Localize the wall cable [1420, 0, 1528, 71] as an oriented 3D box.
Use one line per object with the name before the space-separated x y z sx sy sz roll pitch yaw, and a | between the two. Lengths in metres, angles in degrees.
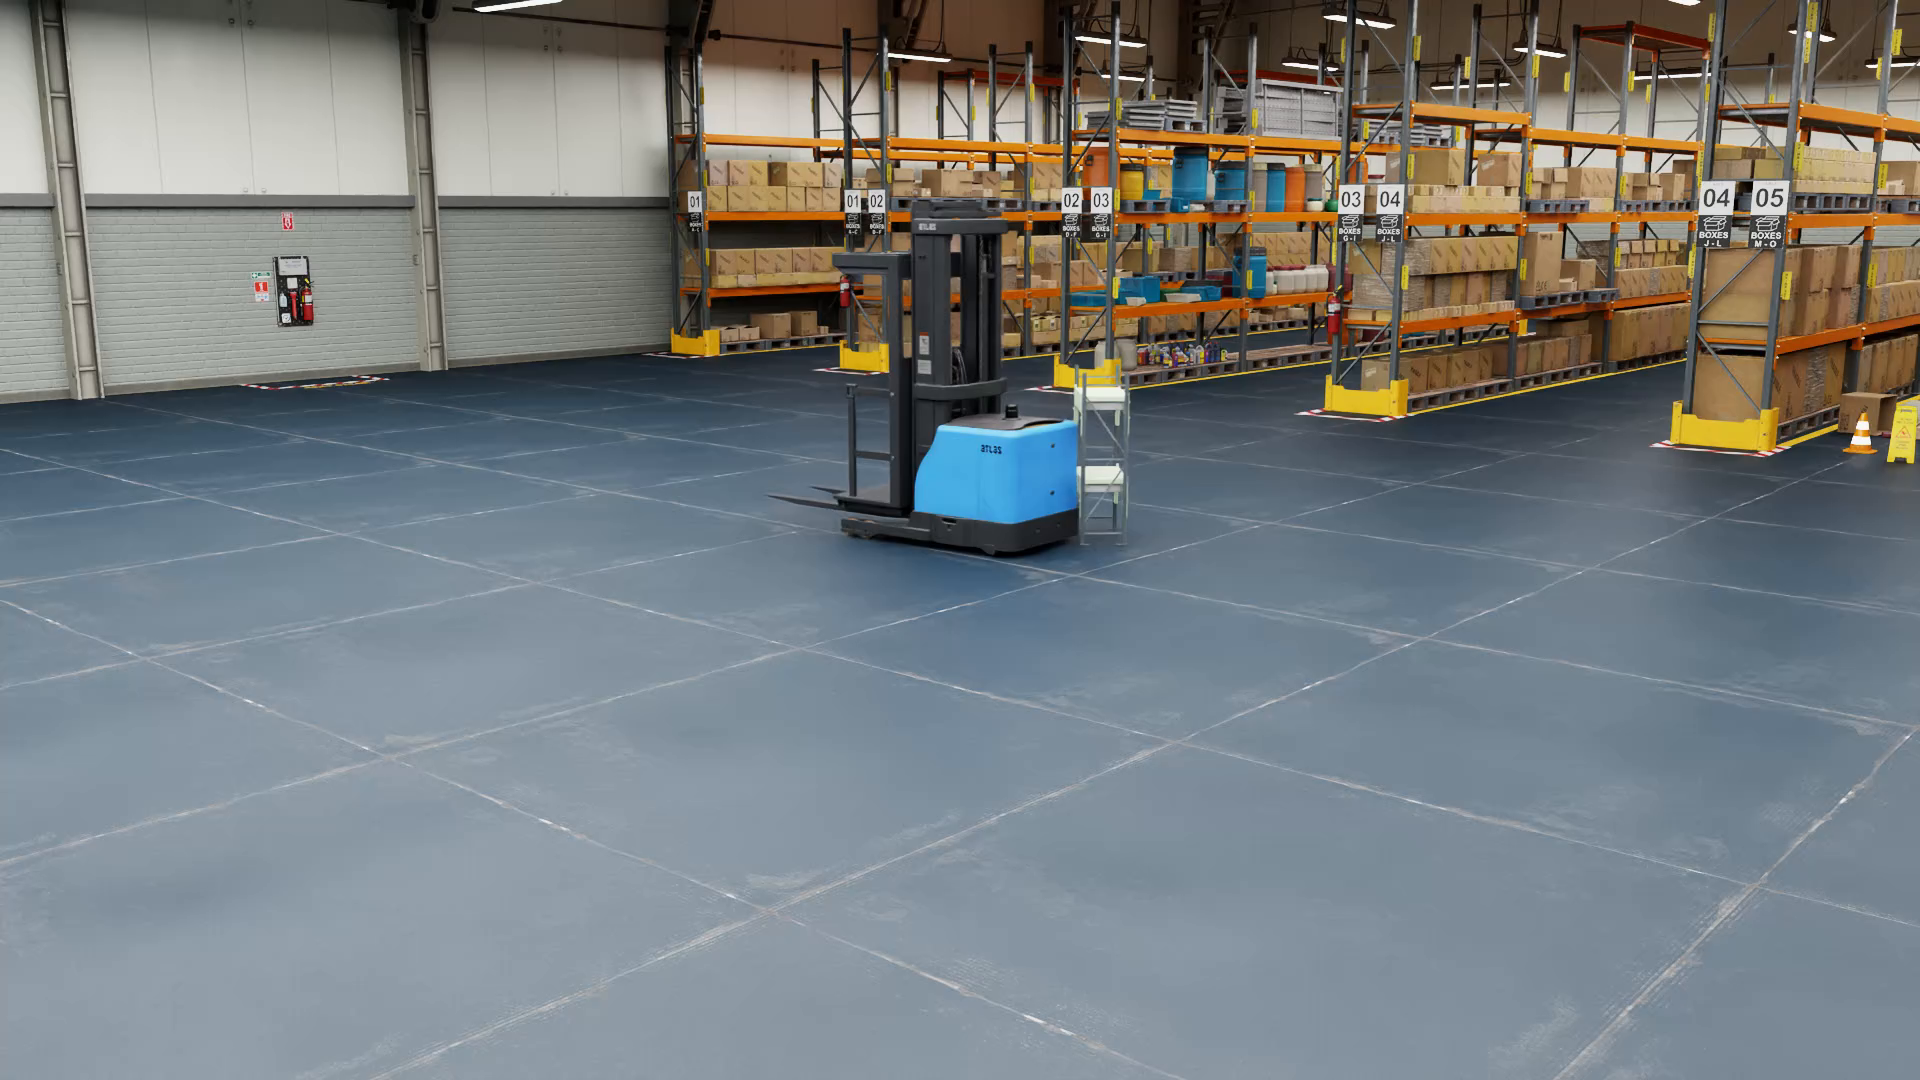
wall cable | 13.536 -13.736 43.931 3.097 2.526 0.112 10 15 40

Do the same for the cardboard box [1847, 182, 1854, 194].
cardboard box | 11.407 -4.589 21.687 0.380 0.149 0.250 10 15 41

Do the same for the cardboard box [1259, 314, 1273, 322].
cardboard box | 7.263 -5.334 39.871 0.380 0.166 0.250 10 15 40

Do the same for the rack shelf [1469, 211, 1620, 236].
rack shelf | 9.739 -5.300 27.765 1.077 0.370 4.000 10 15 40

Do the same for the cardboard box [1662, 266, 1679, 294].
cardboard box | 13.264 -4.937 31.517 0.500 0.500 0.500 10 15 42

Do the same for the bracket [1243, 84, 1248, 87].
bracket | 8.415 -13.154 48.404 0.235 0.232 0.430 10 15 40

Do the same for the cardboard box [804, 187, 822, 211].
cardboard box | -3.235 -7.159 34.933 0.500 0.500 0.500 8 14 36

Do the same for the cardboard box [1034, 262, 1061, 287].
cardboard box | 1.846 -5.406 33.864 0.500 0.500 0.500 -11 16 -43

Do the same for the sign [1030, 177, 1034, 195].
sign | 1.397 -6.860 32.220 0.100 0.325 0.005 10 15 40

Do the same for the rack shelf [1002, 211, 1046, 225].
rack shelf | 1.217 -7.809 40.331 1.077 0.370 4.000 10 15 40

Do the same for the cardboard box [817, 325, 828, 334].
cardboard box | -3.075 -4.552 35.955 0.380 0.166 0.250 7 14 33

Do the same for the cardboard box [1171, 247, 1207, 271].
cardboard box | 5.141 -6.333 37.431 0.700 0.500 0.500 6 13 26

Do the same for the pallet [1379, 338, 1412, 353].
pallet | 8.633 -4.049 34.443 1.003 0.211 1.213 10 15 40

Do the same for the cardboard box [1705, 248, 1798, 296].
cardboard box | 9.711 -3.295 20.411 0.875 0.550 0.550 10 15 40

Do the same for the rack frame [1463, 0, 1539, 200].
rack frame | 8.418 -6.829 25.928 1.000 3.000 0.127 10 15 40

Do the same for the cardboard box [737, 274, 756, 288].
cardboard box | -4.492 -5.265 33.746 0.500 0.250 0.500 9 15 39

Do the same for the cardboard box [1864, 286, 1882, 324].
cardboard box | 12.627 -3.323 23.434 0.500 0.500 0.500 10 15 41

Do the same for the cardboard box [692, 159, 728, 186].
cardboard box | -4.948 -7.265 32.911 0.500 0.500 0.500 8 14 36

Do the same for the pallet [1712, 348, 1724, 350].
pallet | 15.065 -3.979 34.094 1.003 0.211 1.213 10 15 40

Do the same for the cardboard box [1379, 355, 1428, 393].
cardboard box | 6.572 -2.461 24.684 0.500 0.500 0.500 -7 13 -33

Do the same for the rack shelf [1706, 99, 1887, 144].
rack shelf | 10.757 -5.330 21.279 1.077 0.370 4.000 10 15 40

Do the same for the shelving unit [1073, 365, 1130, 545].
shelving unit | 1.239 -0.764 14.705 0.431 1.500 0.755 0 11 -1

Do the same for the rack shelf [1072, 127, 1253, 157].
rack shelf | 3.378 -6.626 27.770 1.077 0.370 4.000 10 15 40

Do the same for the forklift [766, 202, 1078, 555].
forklift | -0.440 -1.520 14.839 3.031 2.935 1.130 9 14 37

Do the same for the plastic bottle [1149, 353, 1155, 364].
plastic bottle | 3.325 -3.150 28.846 0.097 0.201 0.097 0 11 0

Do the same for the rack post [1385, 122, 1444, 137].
rack post | 9.399 -8.490 34.434 0.937 0.300 0.954 9 15 39

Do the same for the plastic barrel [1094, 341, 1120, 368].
plastic barrel | 2.434 -3.032 27.512 0.421 0.512 0.421 0 11 0

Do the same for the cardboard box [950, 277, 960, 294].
cardboard box | -0.323 -4.924 31.452 0.700 0.500 0.500 10 15 42

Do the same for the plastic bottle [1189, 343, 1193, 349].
plastic bottle | 4.158 -3.415 29.995 0.097 0.271 0.097 0 11 0

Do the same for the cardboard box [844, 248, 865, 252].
cardboard box | -2.382 -6.144 36.435 0.700 0.500 0.500 10 15 41

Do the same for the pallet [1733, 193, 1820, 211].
pallet | 9.919 -4.181 20.552 1.003 0.211 1.213 10 15 40

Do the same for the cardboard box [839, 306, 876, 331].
cardboard box | -2.271 -4.909 36.889 0.700 0.500 0.500 10 15 42

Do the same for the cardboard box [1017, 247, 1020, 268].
cardboard box | 1.090 -6.789 39.977 0.500 0.500 0.500 10 15 40

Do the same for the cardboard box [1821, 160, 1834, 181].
cardboard box | 10.615 -4.628 20.861 0.500 0.250 0.500 10 15 40

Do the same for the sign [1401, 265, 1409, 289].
sign | 6.186 -3.653 23.133 0.100 0.325 0.005 10 15 40

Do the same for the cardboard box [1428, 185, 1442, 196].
cardboard box | 6.685 -5.012 23.853 0.380 0.149 0.250 11 15 43

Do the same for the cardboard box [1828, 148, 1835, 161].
cardboard box | 10.736 -4.831 20.861 0.380 0.149 0.250 10 15 40

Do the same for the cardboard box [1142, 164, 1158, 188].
cardboard box | 3.913 -7.831 35.793 0.500 0.500 0.500 10 15 40

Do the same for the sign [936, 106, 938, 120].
sign | -0.523 -9.946 38.743 0.100 0.325 0.005 10 15 40

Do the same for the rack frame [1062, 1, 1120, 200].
rack frame | 2.057 -6.881 26.187 1.000 3.000 0.127 10 15 40

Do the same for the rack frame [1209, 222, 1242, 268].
rack frame | 6.260 -6.346 38.824 1.000 3.000 0.127 10 15 40

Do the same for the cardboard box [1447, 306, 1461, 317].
cardboard box | 7.208 -3.395 24.691 0.380 0.149 0.250 10 15 40

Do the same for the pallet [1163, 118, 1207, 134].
pallet | 3.369 -6.876 27.664 1.003 0.211 1.213 10 15 40

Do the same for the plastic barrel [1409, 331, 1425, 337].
plastic barrel | 9.607 -4.804 35.389 0.600 0.901 0.708 10 15 40

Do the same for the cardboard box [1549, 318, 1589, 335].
cardboard box | 10.639 -3.731 29.077 0.500 0.250 0.500 11 15 43

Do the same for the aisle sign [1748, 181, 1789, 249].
aisle sign | 9.616 -3.868 19.783 0.394 0.787 0.004 10 15 40

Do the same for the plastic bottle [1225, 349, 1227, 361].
plastic bottle | 4.692 -3.277 29.484 0.097 0.201 0.097 0 11 0

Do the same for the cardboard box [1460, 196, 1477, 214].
cardboard box | 7.296 -4.960 24.610 0.500 0.250 0.500 10 15 42

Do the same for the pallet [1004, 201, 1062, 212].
pallet | 1.552 -6.677 33.314 0.805 0.209 1.217 9 14 38

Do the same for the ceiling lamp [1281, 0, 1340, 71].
ceiling lamp | 7.737 -11.677 35.298 0.800 3.185 2.000 10 15 40

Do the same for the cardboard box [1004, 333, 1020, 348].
cardboard box | 0.838 -3.930 32.676 0.500 0.250 0.500 10 15 40

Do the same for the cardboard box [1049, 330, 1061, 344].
cardboard box | 1.770 -4.129 33.671 0.500 0.250 0.500 10 15 42

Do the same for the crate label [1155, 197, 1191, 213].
crate label | 3.541 -5.570 27.661 0.502 0.251 0.408 10 15 40

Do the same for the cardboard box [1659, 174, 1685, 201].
cardboard box | 13.324 -6.704 31.630 0.700 0.500 0.500 10 15 42
